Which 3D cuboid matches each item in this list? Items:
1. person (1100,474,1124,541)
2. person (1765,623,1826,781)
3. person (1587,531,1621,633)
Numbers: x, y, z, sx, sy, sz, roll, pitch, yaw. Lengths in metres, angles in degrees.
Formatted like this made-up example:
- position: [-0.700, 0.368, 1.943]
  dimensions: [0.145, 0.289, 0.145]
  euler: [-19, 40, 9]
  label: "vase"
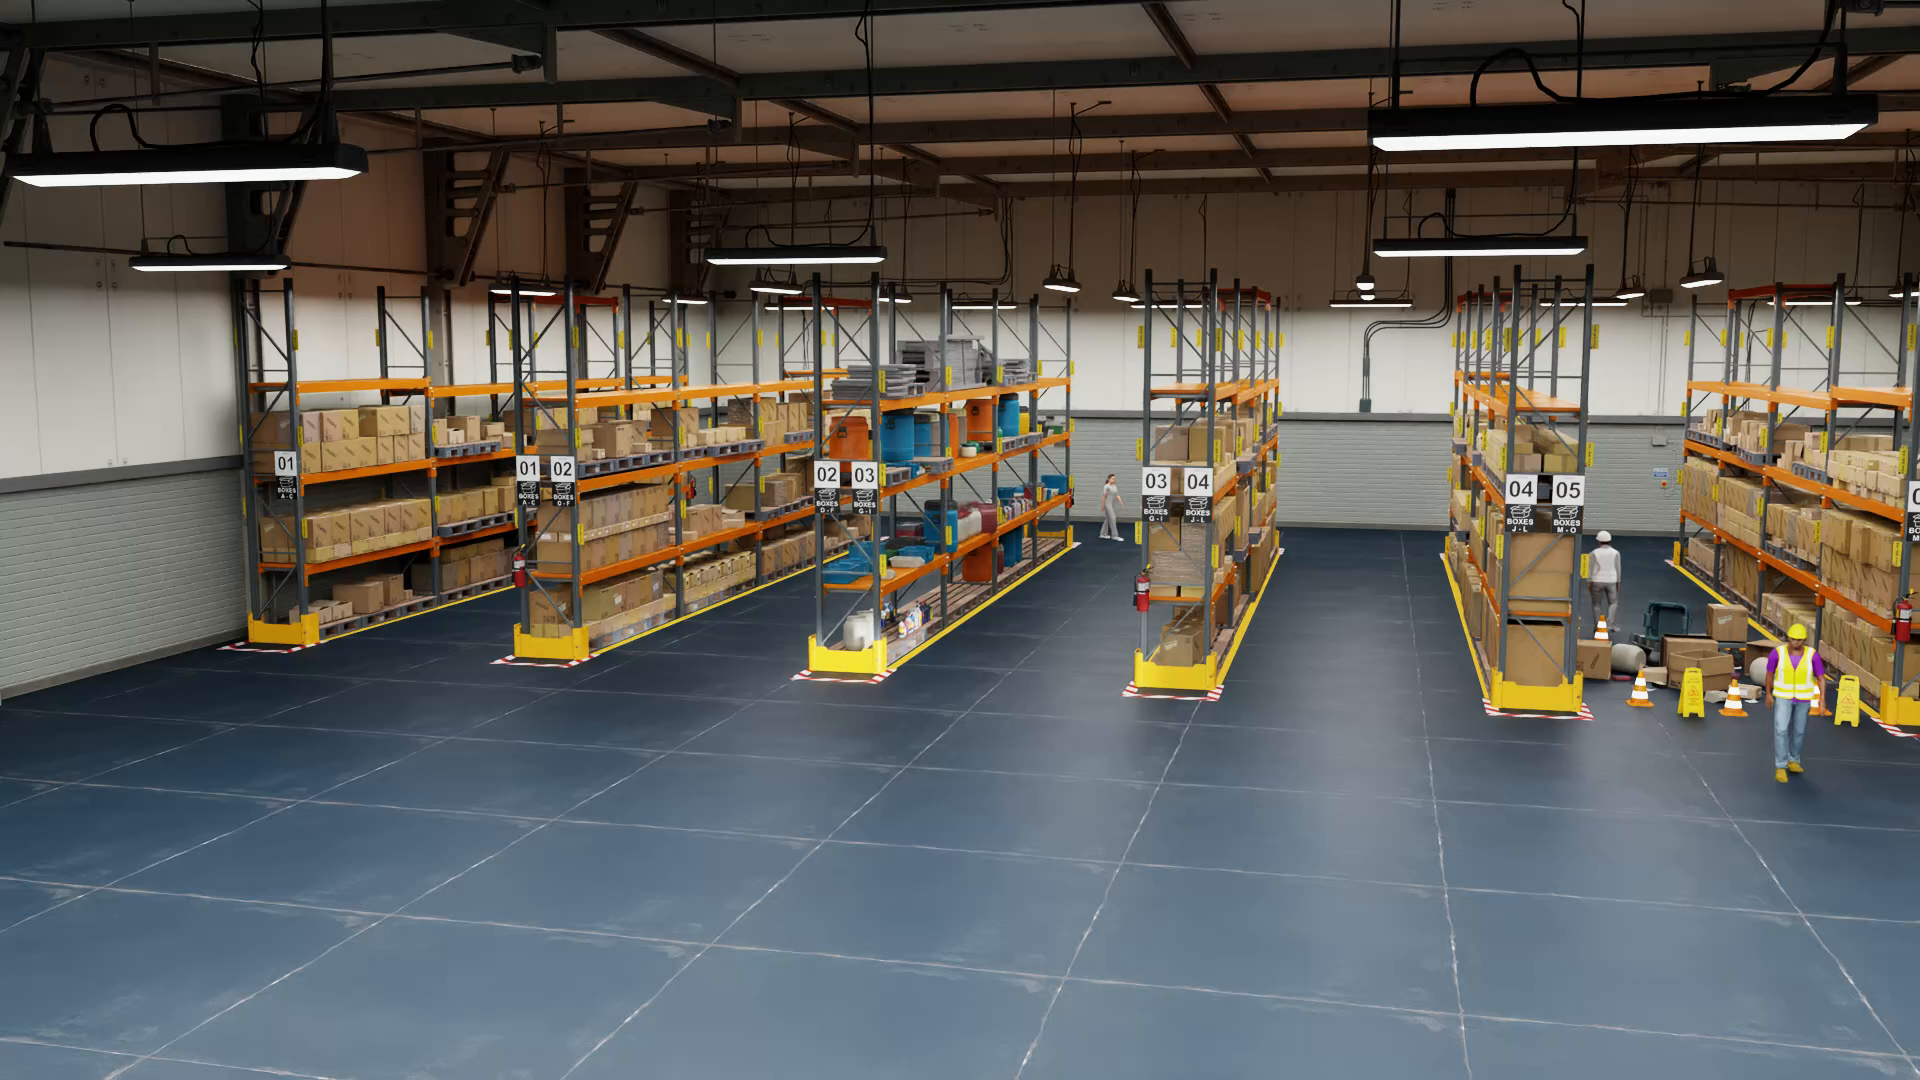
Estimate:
- position: [2.079, -0.462, 38.709]
  dimensions: [1.638, 1.668, 7.623]
  euler: [5, 9, 36]
  label: "person"
- position: [9.594, 1.843, 19.104]
  dimensions: [0.622, 1.775, 0.705]
  euler: [3, 7, 23]
  label: "person"
- position: [10.997, 0.730, 28.402]
  dimensions: [0.566, 1.772, 0.537]
  euler: [1, 7, 12]
  label: "person"
